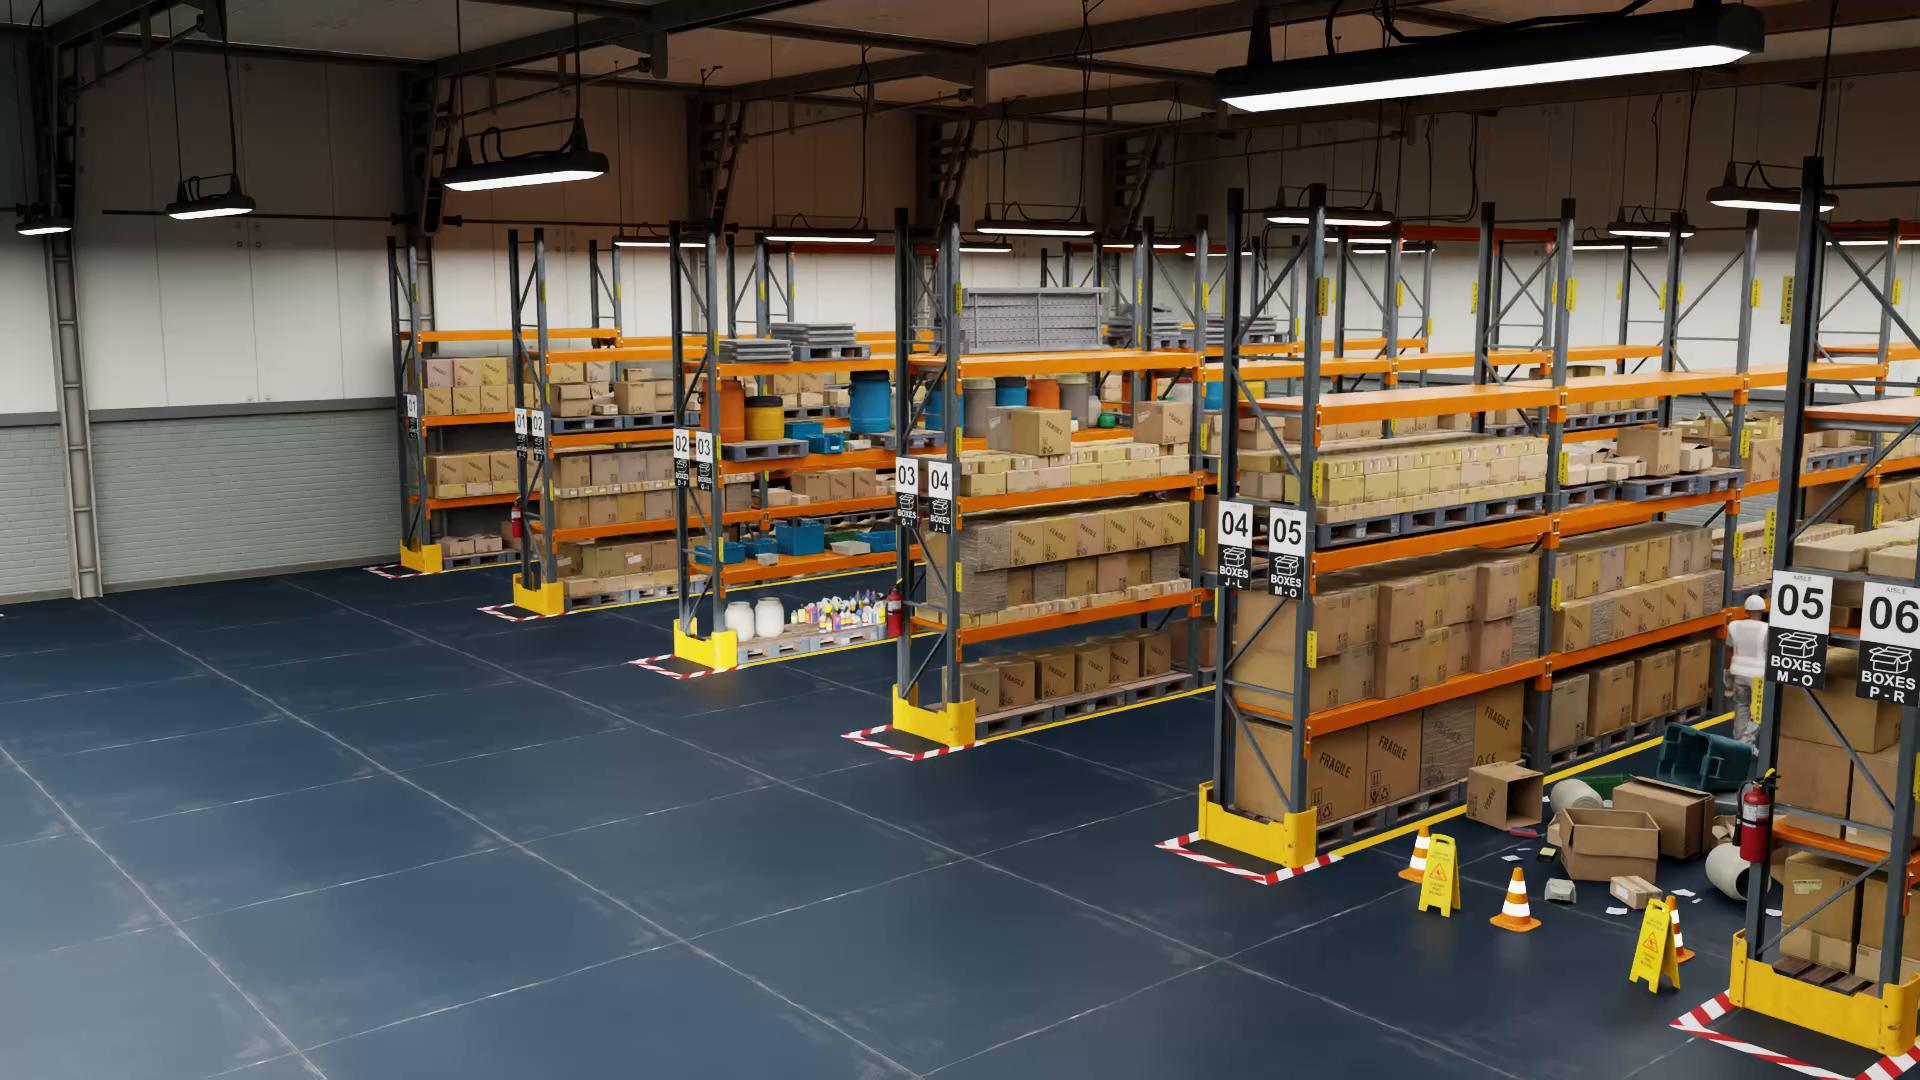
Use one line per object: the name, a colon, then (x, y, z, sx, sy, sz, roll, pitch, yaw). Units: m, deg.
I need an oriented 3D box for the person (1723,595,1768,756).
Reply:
person: (8.692, 1.494, 18.303, 0.553, 1.783, 0.583, -7, 11, -39)
